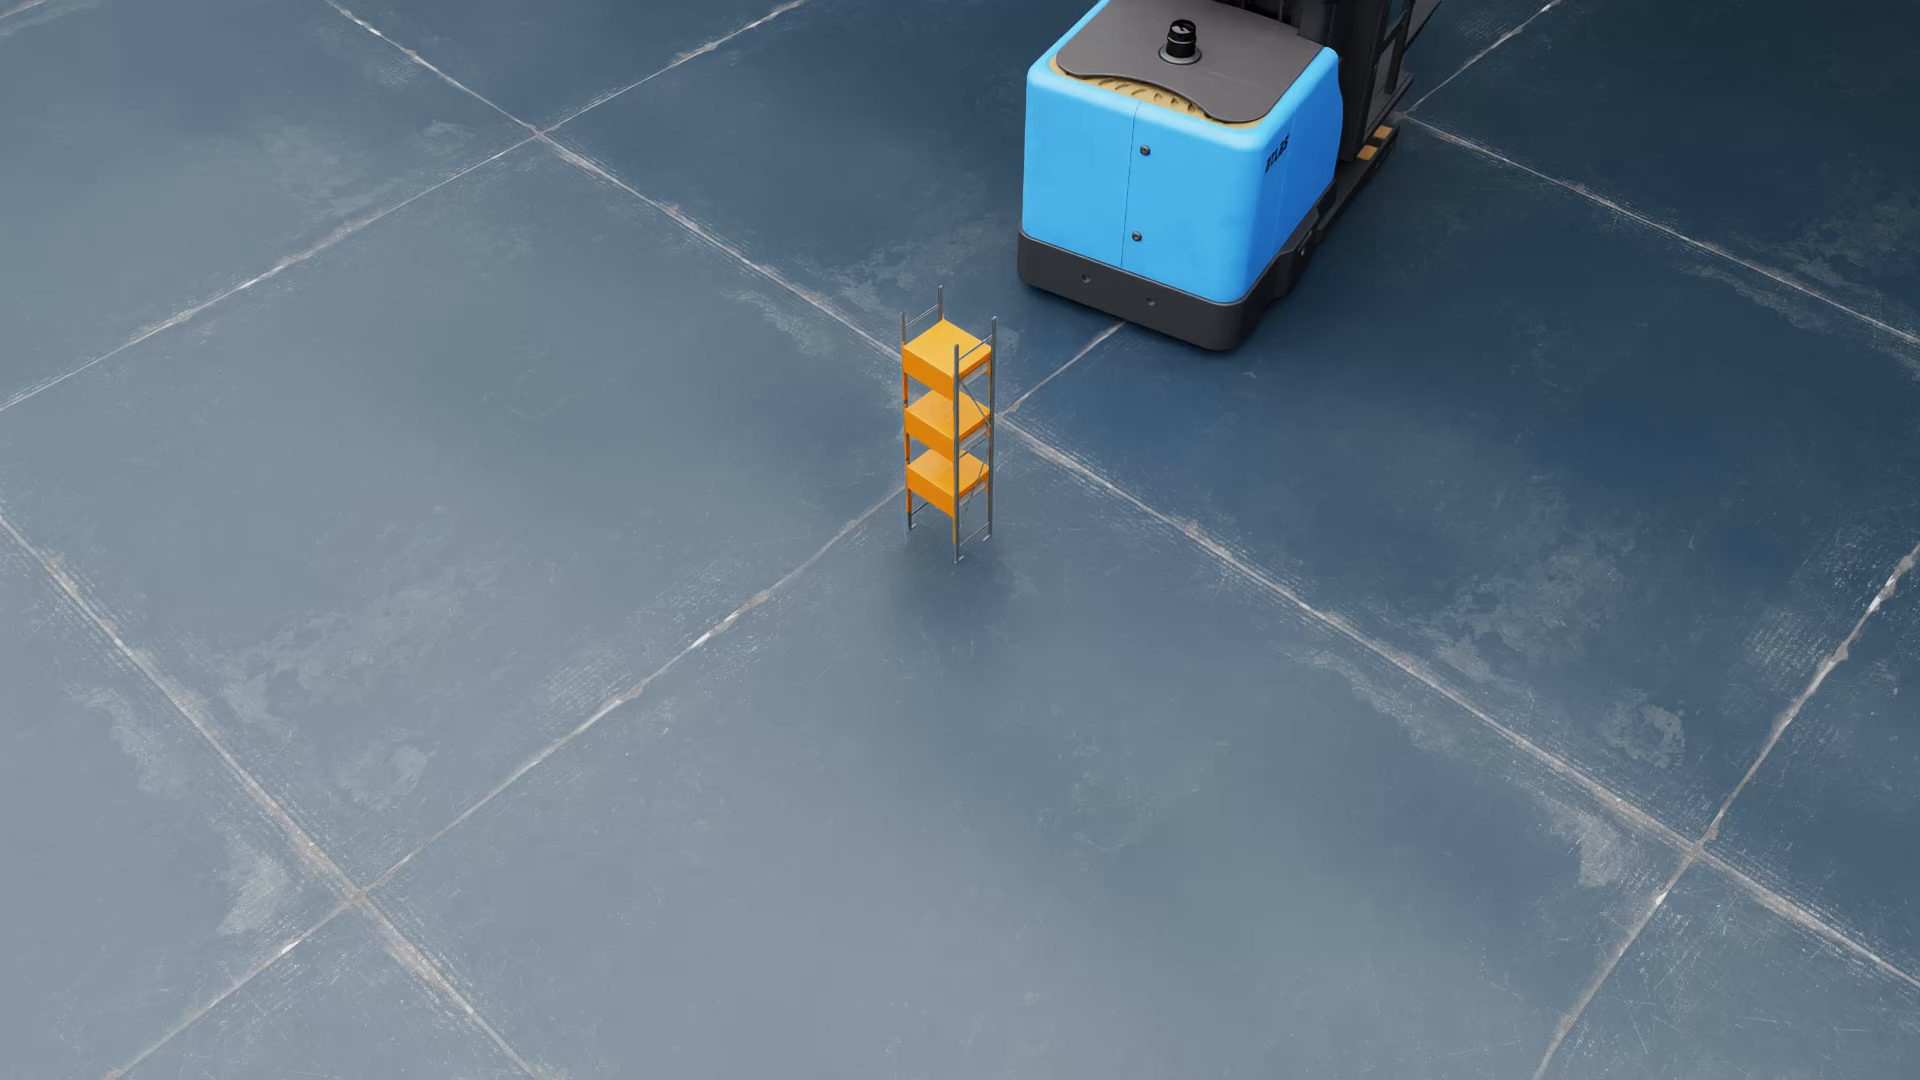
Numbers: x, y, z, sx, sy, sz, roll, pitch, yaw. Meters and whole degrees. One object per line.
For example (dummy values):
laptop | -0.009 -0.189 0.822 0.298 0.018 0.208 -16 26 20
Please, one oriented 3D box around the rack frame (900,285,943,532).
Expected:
rack frame | -0.129 -0.446 5.949 0.008 1.050 0.200 34 55 28

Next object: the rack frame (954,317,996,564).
rack frame | 0.050 -0.325 5.835 0.008 1.050 0.200 34 55 28

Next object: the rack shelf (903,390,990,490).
rack shelf | -0.039 -0.379 5.900 0.240 0.259 0.215 34 55 28

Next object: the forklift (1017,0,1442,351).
forklift | 1.433 -2.853 6.918 1.130 2.935 3.031 23 51 20

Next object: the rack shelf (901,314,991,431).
rack shelf | -0.039 -0.573 5.693 0.240 0.259 0.215 34 55 28

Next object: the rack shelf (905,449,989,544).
rack shelf | -0.039 -0.188 6.102 0.240 0.259 0.215 34 55 28

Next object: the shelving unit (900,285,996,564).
shelving unit | -0.039 -0.386 5.892 0.252 1.050 0.215 34 55 28
